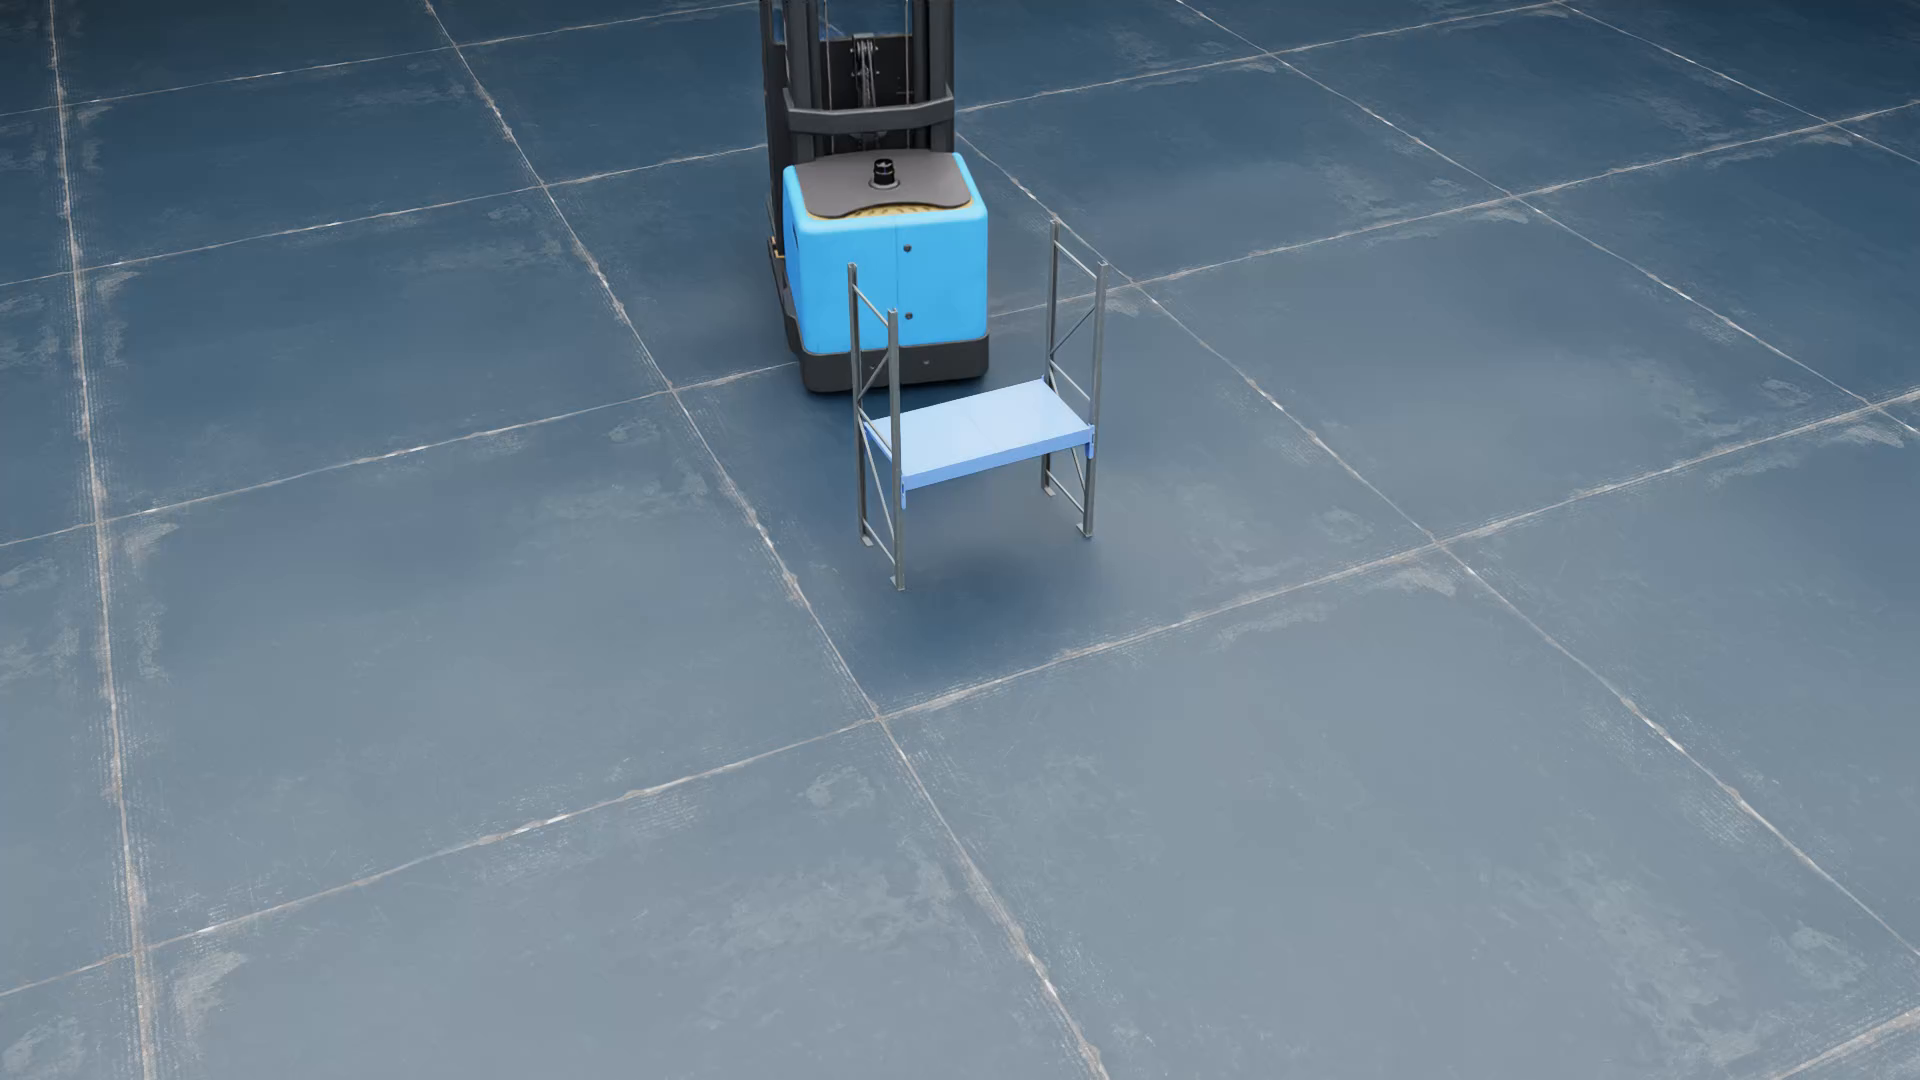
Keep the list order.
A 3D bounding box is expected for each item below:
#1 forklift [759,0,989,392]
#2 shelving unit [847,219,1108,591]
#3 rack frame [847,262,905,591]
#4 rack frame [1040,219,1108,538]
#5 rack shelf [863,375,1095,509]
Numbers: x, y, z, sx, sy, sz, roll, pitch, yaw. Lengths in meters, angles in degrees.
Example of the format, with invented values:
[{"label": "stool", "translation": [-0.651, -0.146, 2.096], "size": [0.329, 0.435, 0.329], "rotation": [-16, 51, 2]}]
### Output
[{"label": "forklift", "translation": [-0.622, -2.873, 9.663], "size": [1.130, 2.935, 3.031], "rotation": [-7, 37, -9]}, {"label": "shelving unit", "translation": [0.077, -0.624, 7.832], "size": [1.048, 1.500, 0.538], "rotation": [-16, 39, -20]}, {"label": "rack frame", "translation": [-0.383, -0.495, 7.659], "size": [0.032, 1.500, 0.500], "rotation": [-16, 39, -20]}, {"label": "rack frame", "translation": [0.537, -0.753, 8.006], "size": [0.032, 1.500, 0.500], "rotation": [-16, 39, -20]}, {"label": "rack shelf", "translation": [0.077, -0.480, 7.939], "size": [1.000, 0.185, 0.538], "rotation": [-16, 39, -20]}]
